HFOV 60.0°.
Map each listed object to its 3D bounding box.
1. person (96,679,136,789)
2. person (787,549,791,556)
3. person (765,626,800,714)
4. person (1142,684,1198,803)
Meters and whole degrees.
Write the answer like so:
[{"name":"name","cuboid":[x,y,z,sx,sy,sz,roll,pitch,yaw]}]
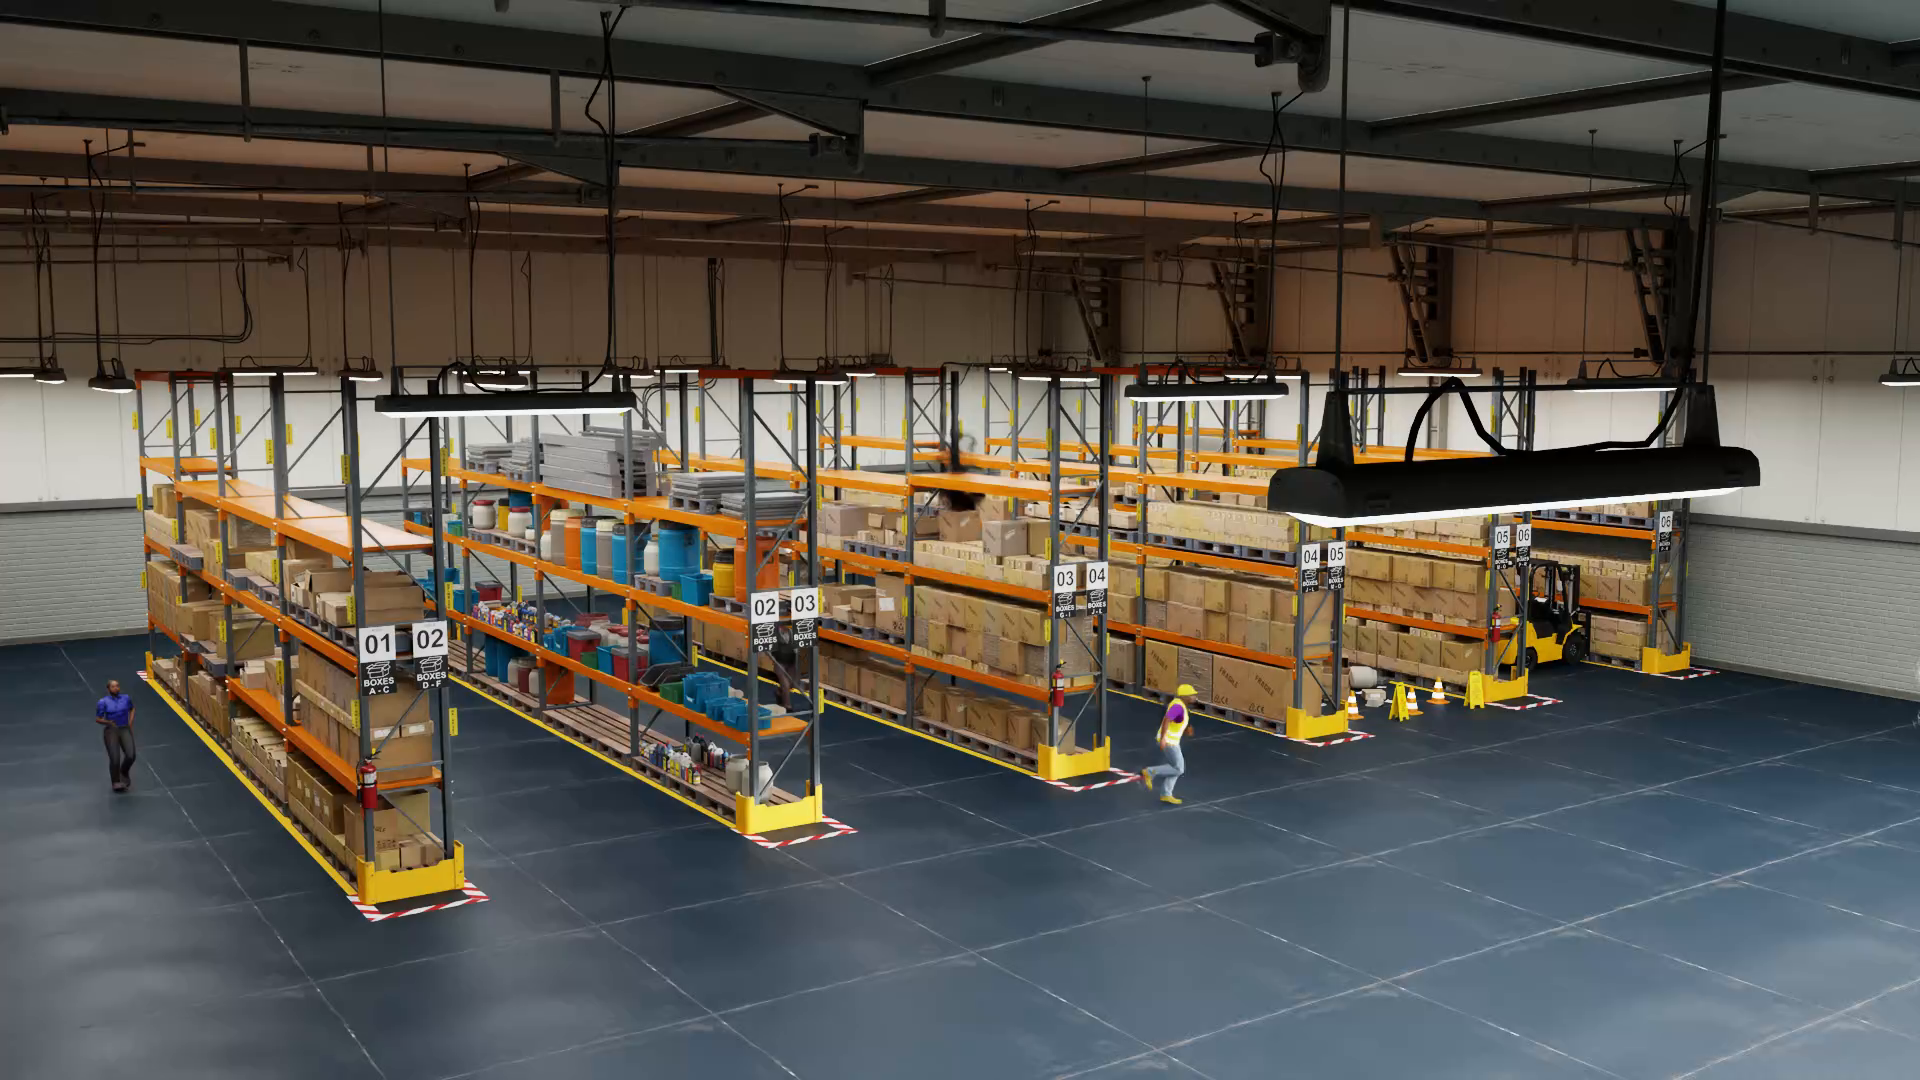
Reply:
[{"name":"person","cuboid":[-12.132,2.813,24.005,0.563,1.618,0.563,-6,8,-41]},{"name":"person","cuboid":[-4.011,1.048,39.132,0.732,1.742,0.832,-2,7,-18]},{"name":"person","cuboid":[-3.100,2.187,29.201,0.667,1.699,0.915,-5,8,-35]},{"name":"person","cuboid":[2.960,2.869,23.449,0.774,1.688,0.693,0,6,1]}]
